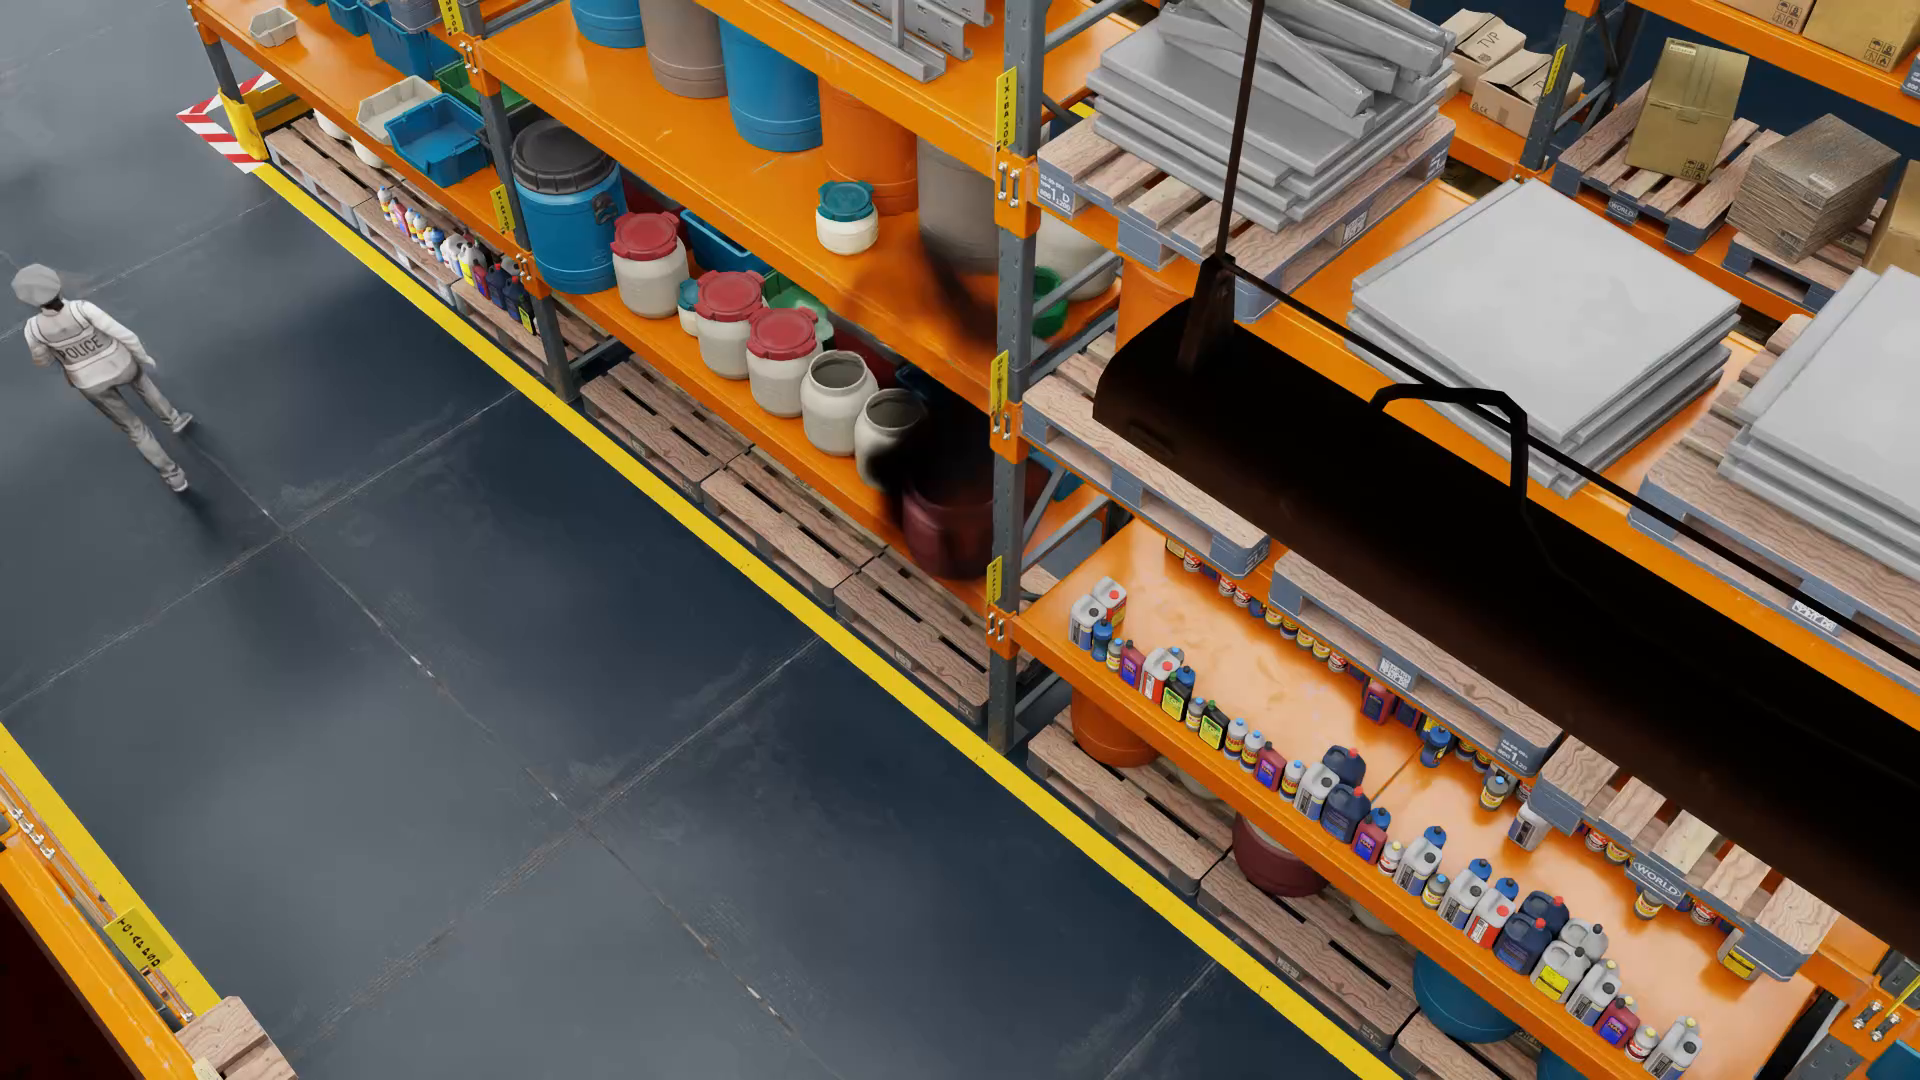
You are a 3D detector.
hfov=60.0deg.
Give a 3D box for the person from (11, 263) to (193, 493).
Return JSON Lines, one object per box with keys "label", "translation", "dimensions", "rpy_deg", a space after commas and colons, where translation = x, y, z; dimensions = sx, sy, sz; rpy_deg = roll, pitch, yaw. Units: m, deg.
{"label": "person", "translation": [-5.189, -1.005, 10.135], "dimensions": [0.661, 1.666, 0.799], "rpy_deg": [-28, 56, -22]}
